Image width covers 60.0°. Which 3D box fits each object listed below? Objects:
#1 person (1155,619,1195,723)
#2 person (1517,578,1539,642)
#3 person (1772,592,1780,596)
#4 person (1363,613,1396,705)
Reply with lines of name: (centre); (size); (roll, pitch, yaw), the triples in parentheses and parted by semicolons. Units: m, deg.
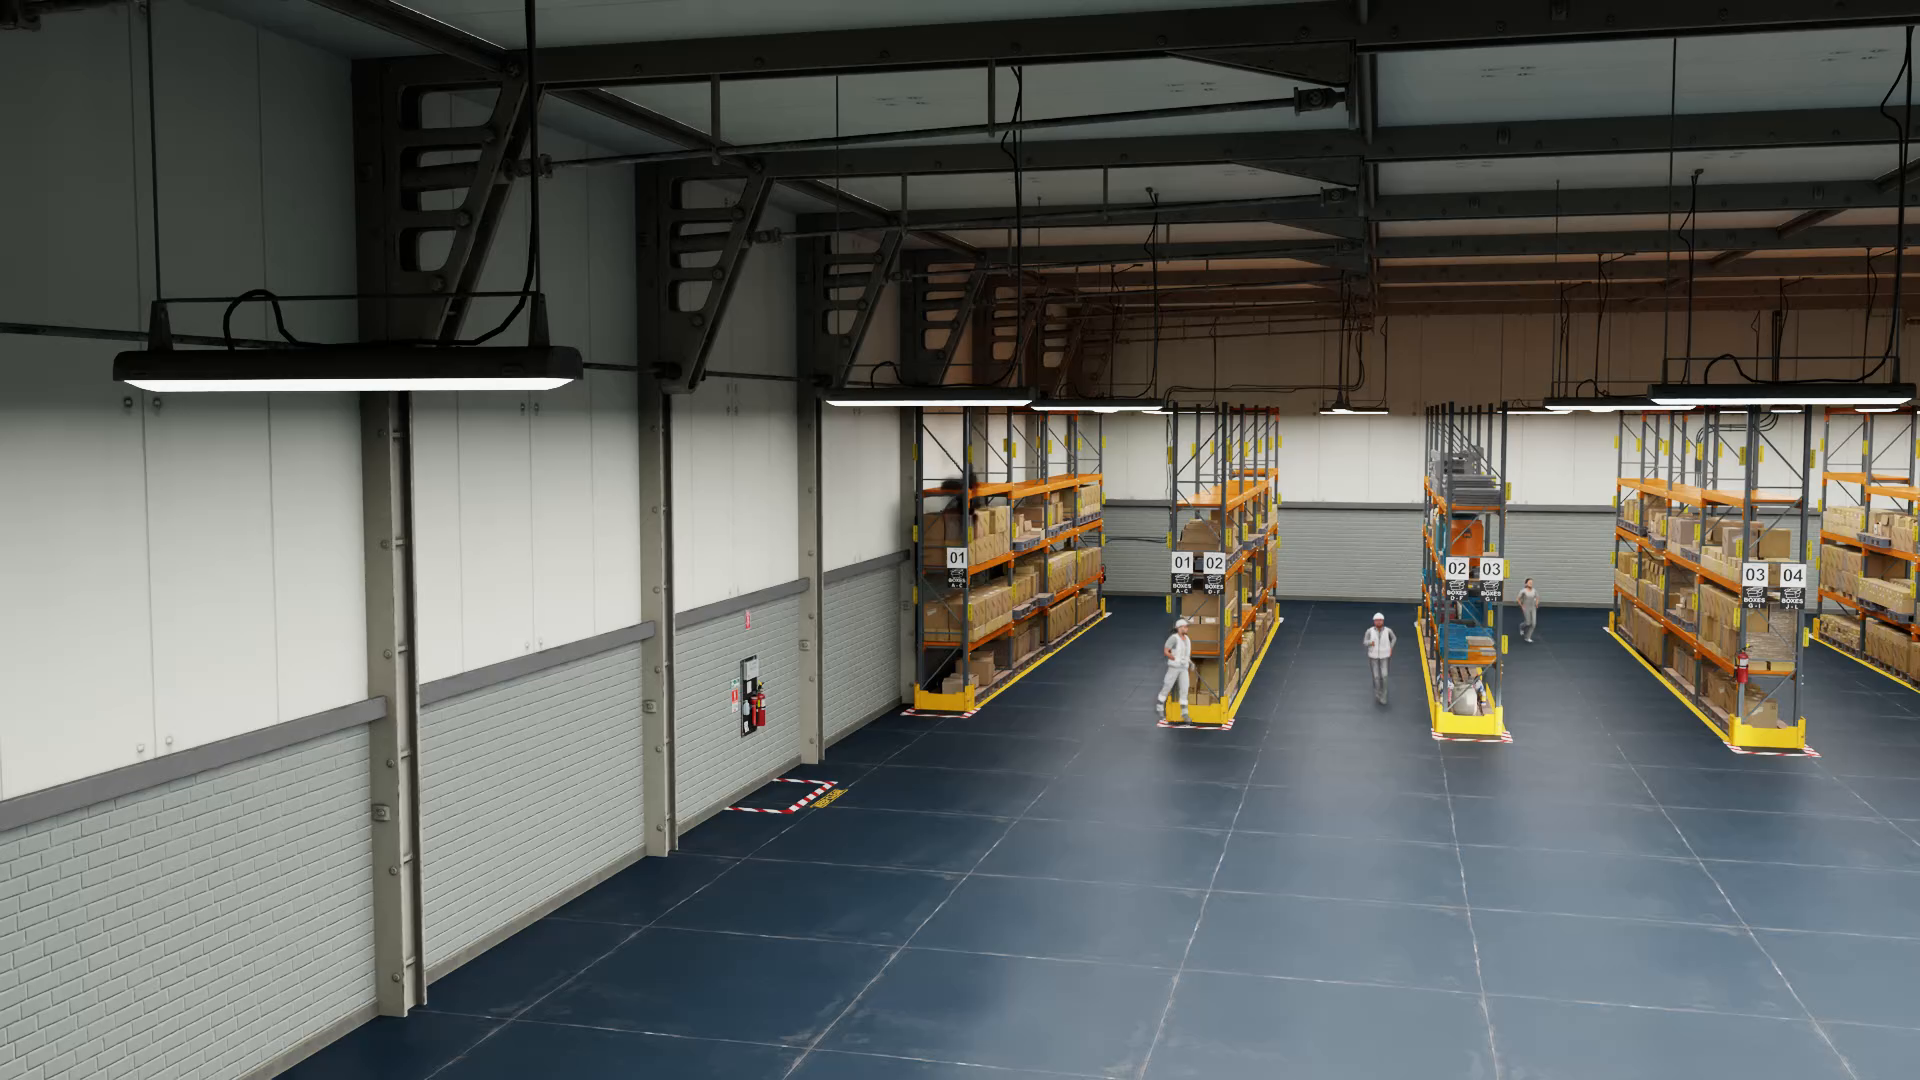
person: (3.986, 2.334, 29.898); (0.731, 1.802, 0.824); (-3, 5, -36)
person: (14.504, 1.794, 42.423); (0.557, 1.603, 0.567); (0, 4, -5)
person: (20.669, 1.758, 41.808); (0.726, 1.778, 0.845); (1, 4, 18)
person: (8.420, 2.379, 33.421); (0.638, 1.835, 0.777); (1, 4, 17)
